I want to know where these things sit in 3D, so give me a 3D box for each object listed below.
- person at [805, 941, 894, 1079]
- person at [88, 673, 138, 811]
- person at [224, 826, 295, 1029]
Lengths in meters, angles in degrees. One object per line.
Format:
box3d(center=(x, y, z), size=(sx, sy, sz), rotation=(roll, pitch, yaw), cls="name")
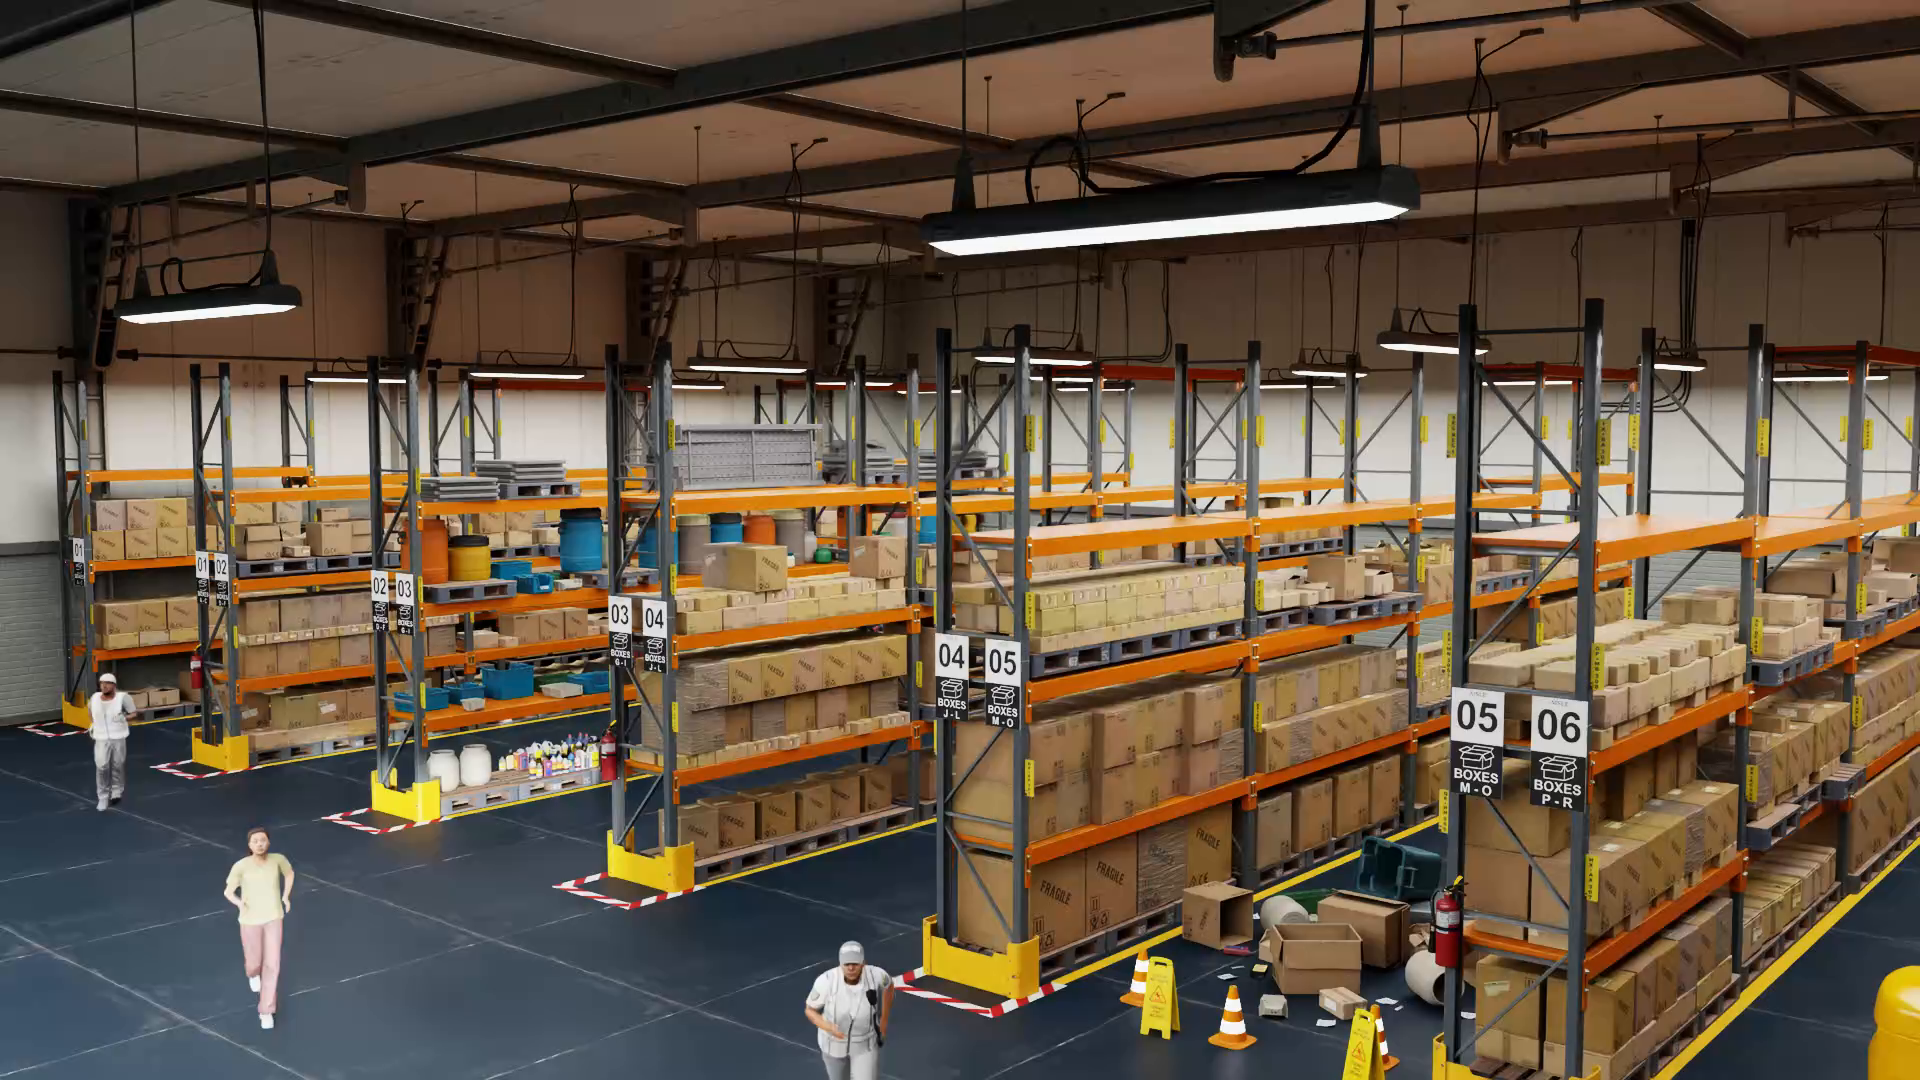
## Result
box3d(center=(-0.758, 3.527, 11.500), size=(0.606, 1.673, 1.031), rotation=(0, 4, 0), cls="person")
box3d(center=(-11.324, 2.690, 22.212), size=(0.644, 1.845, 0.757), rotation=(-1, 4, -18), cls="person")
box3d(center=(-6.052, 3.299, 14.411), size=(0.578, 1.660, 0.881), rotation=(-2, 5, -28), cls="person")
